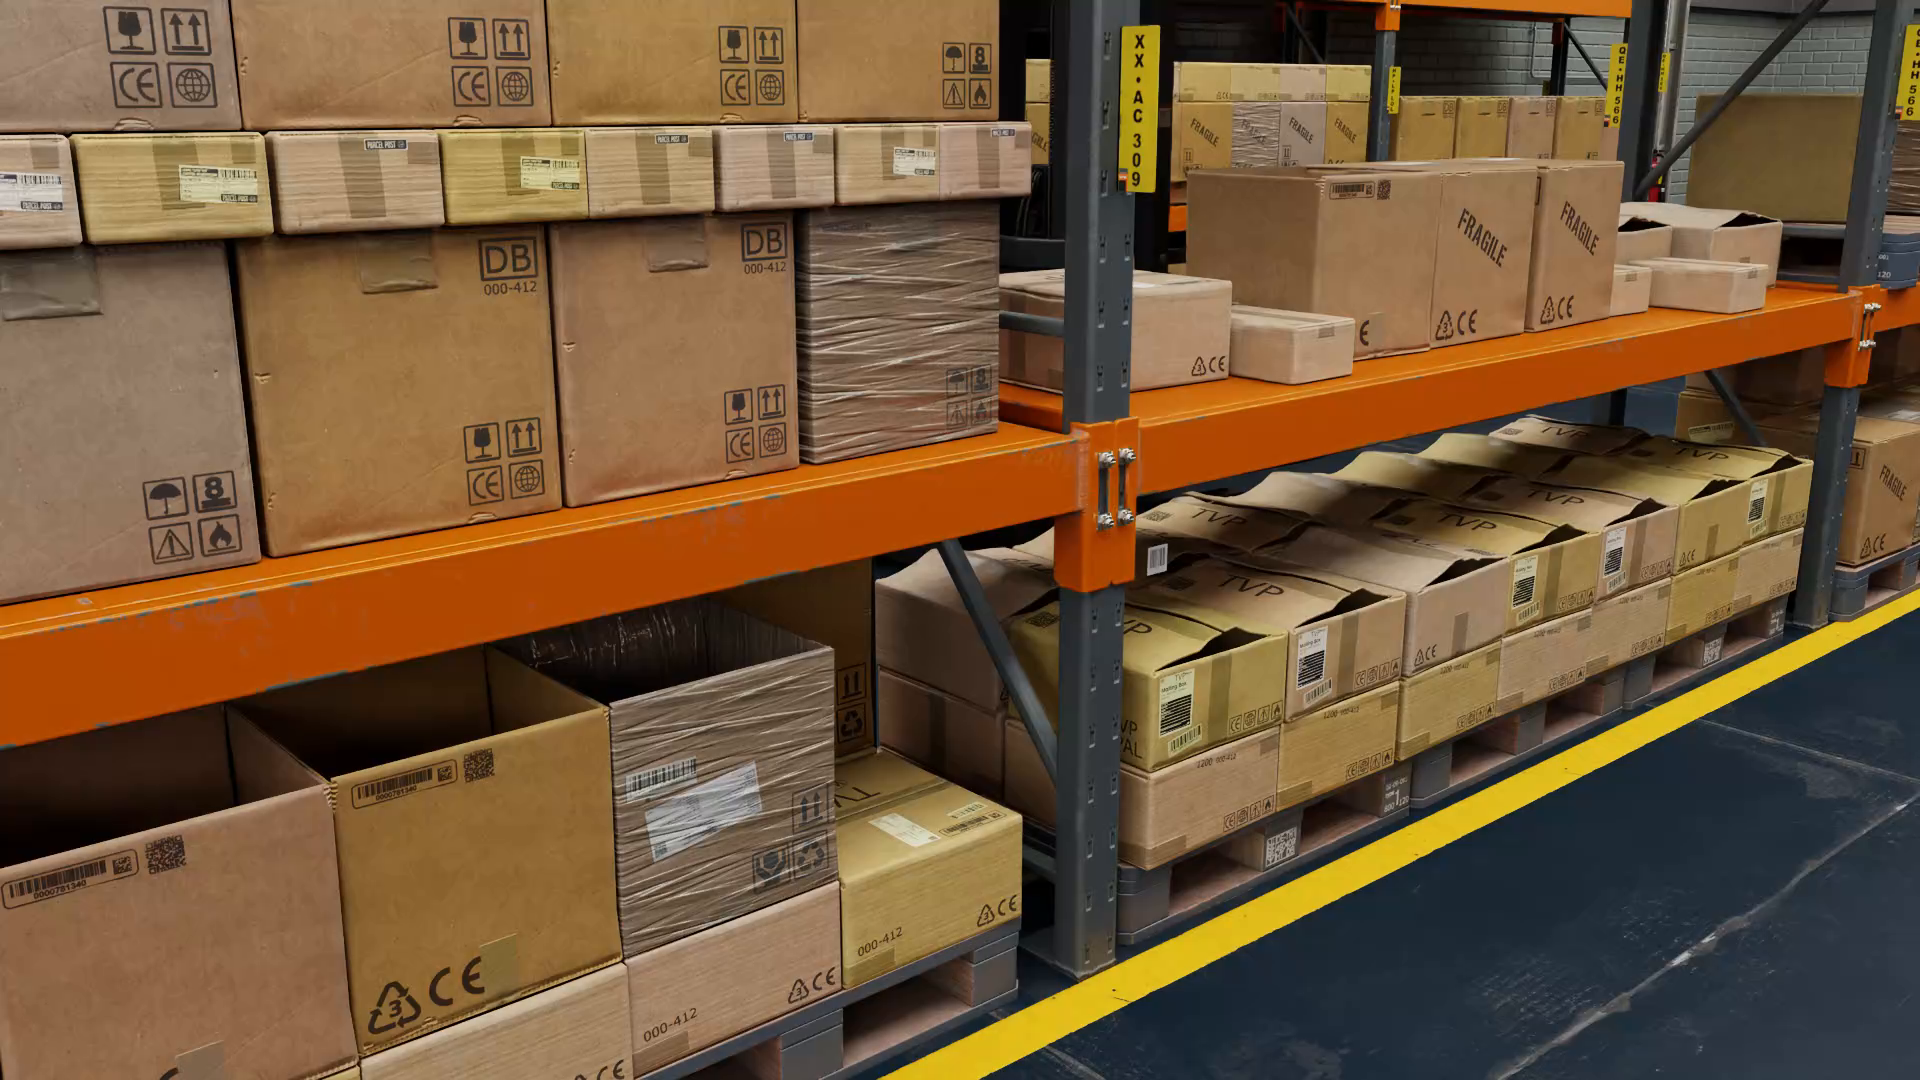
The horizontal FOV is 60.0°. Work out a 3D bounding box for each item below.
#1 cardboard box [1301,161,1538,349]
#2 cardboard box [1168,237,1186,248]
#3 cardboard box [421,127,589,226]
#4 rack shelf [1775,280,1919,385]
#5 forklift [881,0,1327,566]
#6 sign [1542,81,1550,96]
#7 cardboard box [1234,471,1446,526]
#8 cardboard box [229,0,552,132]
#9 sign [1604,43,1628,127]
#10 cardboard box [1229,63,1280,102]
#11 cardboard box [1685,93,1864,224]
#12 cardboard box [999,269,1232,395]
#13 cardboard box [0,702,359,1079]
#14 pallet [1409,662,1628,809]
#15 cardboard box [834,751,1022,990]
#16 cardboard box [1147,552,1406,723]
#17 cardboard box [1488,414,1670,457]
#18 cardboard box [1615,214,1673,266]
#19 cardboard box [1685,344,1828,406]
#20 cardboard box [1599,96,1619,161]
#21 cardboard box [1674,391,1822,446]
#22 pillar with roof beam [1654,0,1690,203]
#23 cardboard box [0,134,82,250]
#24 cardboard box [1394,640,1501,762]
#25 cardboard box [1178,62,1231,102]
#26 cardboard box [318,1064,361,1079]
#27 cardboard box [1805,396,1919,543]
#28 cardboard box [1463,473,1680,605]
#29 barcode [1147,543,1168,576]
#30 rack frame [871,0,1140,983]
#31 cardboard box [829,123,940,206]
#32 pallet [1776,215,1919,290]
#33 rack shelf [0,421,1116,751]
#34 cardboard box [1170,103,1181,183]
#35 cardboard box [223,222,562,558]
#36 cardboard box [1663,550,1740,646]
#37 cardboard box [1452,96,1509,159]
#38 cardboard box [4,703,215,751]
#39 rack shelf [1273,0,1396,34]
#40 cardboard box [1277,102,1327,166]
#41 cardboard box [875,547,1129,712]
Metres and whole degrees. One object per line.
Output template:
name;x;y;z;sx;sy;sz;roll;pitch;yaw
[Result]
cardboard box;1.362;-0.873;5.011;0.500;0.500;0.500;-13;19;-39
cardboard box;1.704;-1.720;11.729;0.750;0.750;0.750;-12;19;-38
cardboard box;-0.836;-0.625;2.828;0.250;0.149;0.380;-13;20;-40
rack shelf;4.523;-1.192;7.795;4.000;0.370;1.077;-13;19;-39
forklift;0.749;-1.552;7.880;3.031;2.935;1.130;-11;19;-37
sign;5.435;-4.086;15.402;0.005;0.325;0.100;-13;19;-39
cardboard box;1.262;-0.051;5.557;0.500;0.311;0.500;-13;20;-40
cardboard box;-1.092;-0.952;2.792;0.500;0.500;0.700;-13;20;-39
sign;2.651;-1.826;6.684;0.005;0.325;0.100;-13;19;-39
cardboard box;1.816;-3.106;11.305;0.500;0.250;0.500;-12;19;-38
cardboard box;3.416;-1.581;6.849;0.700;0.500;0.500;8;17;28
cardboard box;0.340;-0.543;4.261;0.500;0.250;0.500;-11;19;-36
cardboard box;-1.337;0.616;2.692;0.500;0.500;0.500;-13;19;-39
pallet;1.448;0.484;5.531;1.213;0.211;1.003;-13;19;-39
cardboard box;-0.209;0.723;3.745;0.500;0.250;0.500;-13;19;-39
cardboard box;0.853;0.226;4.520;0.500;0.311;0.500;-13;20;-40
cardboard box;2.427;-0.315;6.544;0.500;0.311;0.500;-12;19;-38
cardboard box;2.213;-1.044;6.020;0.500;0.311;0.500;-13;20;-40
cardboard box;3.606;-0.783;7.406;0.500;0.250;0.500;-12;19;-37
cardboard box;5.417;-3.577;14.746;0.700;0.700;0.980;-12;19;-37
cardboard box;3.566;-0.410;7.464;0.500;0.500;0.500;-12;19;-37
pillar with roof beam;10.090;-6.206;13.547;0.400;9.000;9.100;-13;19;-39
cardboard box;-1.423;-0.492;2.330;0.250;0.149;0.380;-12;19;-39
cardboard box;1.239;0.407;4.927;0.500;0.250;0.500;-13;20;-41
cardboard box;1.432;-3.020;10.981;0.500;0.250;0.500;-13;20;-40
cardboard box;-1.337;0.978;2.789;0.500;0.250;0.500;-13;19;-39
cardboard box;3.937;-0.317;7.116;0.500;0.500;0.500;-14;20;-41
cardboard box;2.011;-0.036;5.498;0.500;0.311;0.500;-13;20;-40
barcode;0.463;0.046;3.898;0.075;0.075;0.001;-13;19;-39
rack frame;-0.003;-0.523;3.897;0.127;3.000;1.000;-13;19;-39
cardboard box;-0.255;-0.756;3.317;0.250;0.149;0.380;-13;20;-41
pallet;3.480;-1.237;6.940;1.003;0.211;1.213;-13;19;-39
rack shelf;-1.512;0.163;2.722;4.000;0.370;1.077;-13;19;-39
cardboard box;1.071;-2.570;10.749;0.500;0.500;0.500;-13;20;-40
cardboard box;-1.108;-0.321;2.944;0.500;0.500;0.700;-12;19;-39
cardboard box;2.391;0.149;5.894;0.500;0.250;0.500;-13;20;-40
cardboard box;3.752;-3.199;13.331;0.700;0.700;0.980;-13;20;-41
cardboard box;-1.689;0.512;3.082;0.500;0.500;0.500;-13;19;-39
rack shelf;1.269;-3.605;11.016;4.000;0.370;1.077;-13;19;-39
cardboard box;2.216;-2.829;11.718;0.500;0.500;0.500;-12;19;-39
cardboard box;0.114;0.207;4.591;0.500;0.311;0.500;-13;19;-39
